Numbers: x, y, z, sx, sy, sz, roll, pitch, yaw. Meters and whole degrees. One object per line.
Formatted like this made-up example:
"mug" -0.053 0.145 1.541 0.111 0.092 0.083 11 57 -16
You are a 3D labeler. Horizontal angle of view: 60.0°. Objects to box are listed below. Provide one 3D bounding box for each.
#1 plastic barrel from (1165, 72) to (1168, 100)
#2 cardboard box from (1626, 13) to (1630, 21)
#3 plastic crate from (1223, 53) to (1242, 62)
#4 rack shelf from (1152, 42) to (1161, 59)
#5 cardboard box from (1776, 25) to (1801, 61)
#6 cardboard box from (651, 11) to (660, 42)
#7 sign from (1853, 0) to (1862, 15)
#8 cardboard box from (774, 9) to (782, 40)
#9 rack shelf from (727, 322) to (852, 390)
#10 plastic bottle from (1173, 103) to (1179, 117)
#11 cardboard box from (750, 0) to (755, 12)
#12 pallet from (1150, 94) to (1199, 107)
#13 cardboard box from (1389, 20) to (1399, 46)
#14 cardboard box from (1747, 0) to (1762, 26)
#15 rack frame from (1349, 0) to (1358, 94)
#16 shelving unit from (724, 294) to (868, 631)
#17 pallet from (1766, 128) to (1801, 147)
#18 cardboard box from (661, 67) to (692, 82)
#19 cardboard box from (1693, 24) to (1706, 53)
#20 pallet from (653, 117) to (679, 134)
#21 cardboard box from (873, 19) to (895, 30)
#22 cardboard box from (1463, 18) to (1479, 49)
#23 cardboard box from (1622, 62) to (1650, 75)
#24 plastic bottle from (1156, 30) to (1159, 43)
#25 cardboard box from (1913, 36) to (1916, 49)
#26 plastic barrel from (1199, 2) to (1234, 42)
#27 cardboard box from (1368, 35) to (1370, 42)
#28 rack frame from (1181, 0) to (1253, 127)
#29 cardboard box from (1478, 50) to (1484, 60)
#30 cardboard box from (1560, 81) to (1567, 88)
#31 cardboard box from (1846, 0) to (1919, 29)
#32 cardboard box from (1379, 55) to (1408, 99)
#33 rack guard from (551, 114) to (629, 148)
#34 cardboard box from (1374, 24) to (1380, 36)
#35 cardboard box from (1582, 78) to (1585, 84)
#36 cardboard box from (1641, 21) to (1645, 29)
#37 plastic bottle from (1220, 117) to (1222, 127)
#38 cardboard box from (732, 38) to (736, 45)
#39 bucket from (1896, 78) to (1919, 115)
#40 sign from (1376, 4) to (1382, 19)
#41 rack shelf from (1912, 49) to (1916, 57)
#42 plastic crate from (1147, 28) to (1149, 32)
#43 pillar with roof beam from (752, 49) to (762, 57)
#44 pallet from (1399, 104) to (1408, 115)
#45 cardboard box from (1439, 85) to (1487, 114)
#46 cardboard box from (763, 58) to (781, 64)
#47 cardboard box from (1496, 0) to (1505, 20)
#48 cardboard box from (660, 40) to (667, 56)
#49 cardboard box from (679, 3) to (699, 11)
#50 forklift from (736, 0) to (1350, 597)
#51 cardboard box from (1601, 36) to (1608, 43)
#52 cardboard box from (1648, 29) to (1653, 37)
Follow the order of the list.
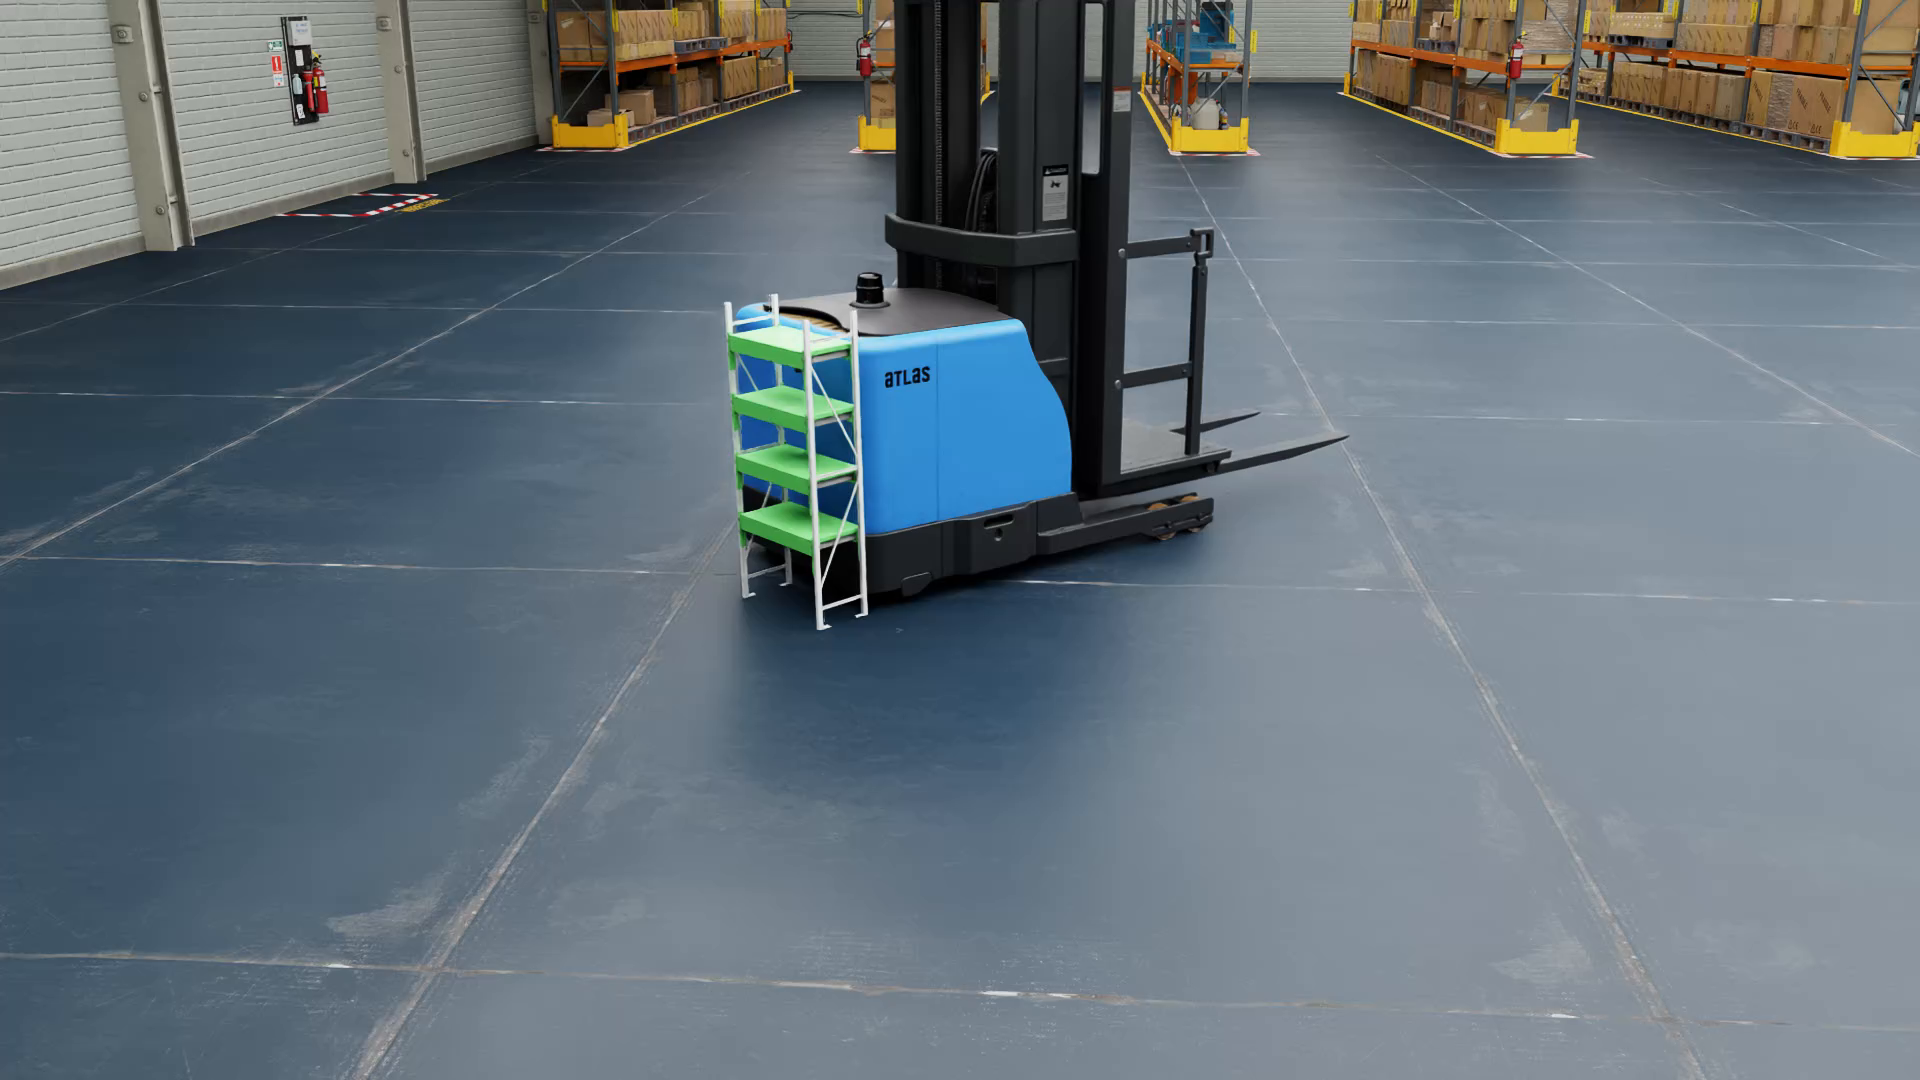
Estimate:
"plastic barrel" 4.614 -9.551 34.951 0.600 0.588 0.708 1 18 4
"cardboard box" 14.122 -10.911 34.678 0.380 0.149 0.250 1 18 3
"plastic crate" 4.327 -7.655 26.390 0.298 0.136 0.250 1 18 4
"rack shelf" 4.658 -10.273 35.113 1.077 0.370 4.000 1 18 4
"cardboard box" 13.921 -8.119 27.143 0.875 0.550 0.550 1 18 4
"cardboard box" -5.456 -8.802 28.473 0.500 0.500 0.500 1 18 2
"sign" 13.281 -7.936 24.585 0.100 0.325 0.005 1 18 4
"cardboard box" -4.861 -12.457 40.142 0.980 0.700 0.700 1 18 3
"rack shelf" -0.635 -0.698 6.281 0.258 0.148 0.480 -17 25 -39
"plastic bottle" 3.712 -7.270 28.339 0.144 0.351 0.185 1 18 3
"cardboard box" -4.858 -11.861 36.930 0.500 0.250 0.500 2 18 5
"pallet" 4.705 -9.672 36.603 1.003 0.211 1.213 1 18 4
"cardboard box" 9.388 -10.724 35.174 0.500 0.500 0.500 1 18 3
"cardboard box" 14.138 -9.176 28.843 0.700 0.500 0.500 1 18 3
"rack frame" 10.029 -12.368 40.351 1.000 3.000 0.127 1 18 4
"shelving unit" -0.629 -0.305 6.416 0.258 1.200 0.503 -17 25 -39
"pallet" 13.891 -6.559 27.102 1.003 0.211 1.213 1 18 4
"cardboard box" -5.501 -9.032 32.275 0.500 0.250 0.500 1 18 4
"cardboard box" 14.024 -9.341 30.952 0.500 0.500 0.500 1 18 4
"pallet" -5.666 -7.438 29.784 1.003 0.211 1.213 1 18 4
"cardboard box" -1.161 -8.100 26.122 0.380 0.149 0.250 1 18 3
"cardboard box" 9.004 -8.537 28.021 0.875 0.500 0.500 1 18 4
"cardboard box" 14.330 -9.963 35.146 0.500 0.250 0.500 2 18 5
"plastic bottle" 4.340 -11.035 36.470 0.061 0.283 0.133 1 18 4
"cardboard box" 19.138 -9.913 33.099 0.500 0.250 0.500 2 18 5
"plastic barrel" 4.558 -9.103 29.582 0.600 0.901 0.708 1 18 4
"cardboard box" 9.510 -11.428 37.885 0.380 0.149 0.250 2 18 5
"rack frame" 3.942 -7.509 25.523 1.000 3.000 0.127 1 18 4
"cardboard box" 8.759 -7.995 27.410 0.380 0.149 0.250 1 18 4
"cardboard box" 14.612 -10.915 39.821 0.380 0.149 0.250 2 18 5
"cardboard box" 13.887 -7.955 24.909 0.875 0.550 0.550 1 18 4
"cardboard box" 9.653 -9.839 35.370 1.225 0.875 0.875 1 18 2
"rack guard" -5.935 -6.566 26.659 1.175 0.500 0.348 1 18 4
"cardboard box" 9.512 -11.339 36.973 0.500 0.250 0.500 1 18 3
"cardboard box" 14.641 -10.646 38.523 0.380 0.149 0.250 2 18 7
"cardboard box" 14.049 -10.446 33.737 0.380 0.149 0.250 1 18 4
"plastic bottle" 4.390 -6.977 27.685 0.097 0.201 0.097 0 18 0
"cardboard box" -5.013 -10.679 35.567 0.380 0.149 0.250 1 18 4
"bucket" 16.398 -7.572 28.530 0.726 0.611 0.620 8 10 23
"sign" 9.188 -11.587 36.449 0.100 0.325 0.005 1 18 4
"rack shelf" 19.483 -9.941 34.101 1.077 0.370 4.000 1 18 4
"plastic crate" 4.695 -12.154 39.869 0.416 0.233 0.300 1 18 4
"pillar with roof beam" -1.168 -16.312 42.754 9.100 9.000 0.400 1 18 4
"pallet" 9.587 -8.801 33.944 1.003 0.211 1.213 1 18 4
"cardboard box" 9.327 -8.174 30.859 0.700 0.500 0.500 0 18 -1
"cardboard box" -4.588 -11.677 40.539 0.380 0.149 0.250 2 18 5
"cardboard box" 8.705 -8.394 25.980 0.500 0.500 0.500 1 18 4
"cardboard box" -5.429 -8.603 29.068 0.500 0.250 0.500 1 18 4
"cardboard box" -5.370 -10.572 32.960 0.380 0.149 0.250 -2 18 -5
"forklift" 0.532 -1.510 7.325 3.031 2.935 1.130 -13 22 -34
"cardboard box" 14.379 -11.041 36.703 0.380 0.149 0.250 1 18 2
"cardboard box" 14.010 -10.142 33.286 0.380 0.149 0.250 2 18 5
